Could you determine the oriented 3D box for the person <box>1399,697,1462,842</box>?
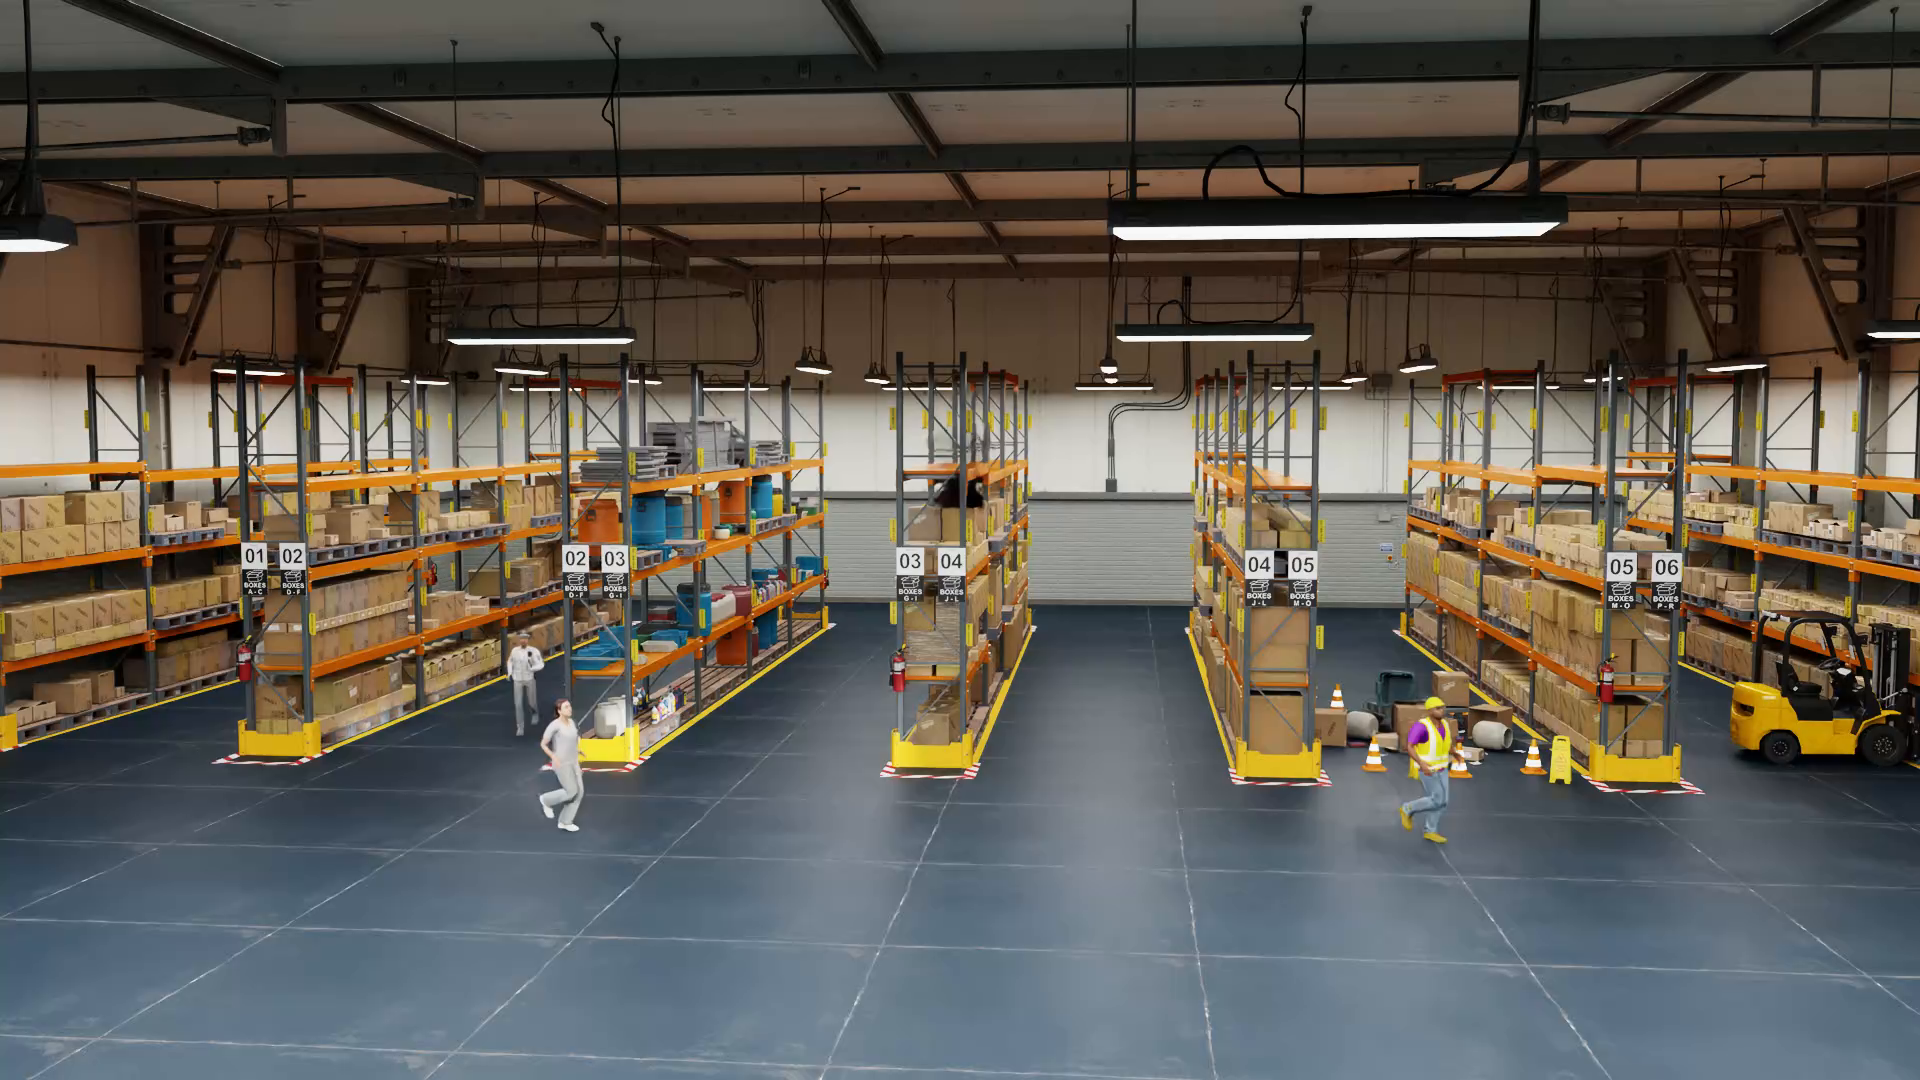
[{"bbox_3d":[5.650,2.730,19.933,0.691,1.734,0.632,-3,5,-36],"label":"person"}]

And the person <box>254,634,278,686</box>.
[{"bbox_3d":[-11.595,2.251,27.897,0.537,1.558,0.549,-1,4,-8],"label":"person"}]

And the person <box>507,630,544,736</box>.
[{"bbox_3d":[-6.985,2.263,26.697,0.624,1.663,0.875,0,4,-3],"label":"person"}]

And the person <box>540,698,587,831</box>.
[{"bbox_3d":[-4.874,2.748,20.421,0.573,1.629,0.565,2,5,29],"label":"person"}]
